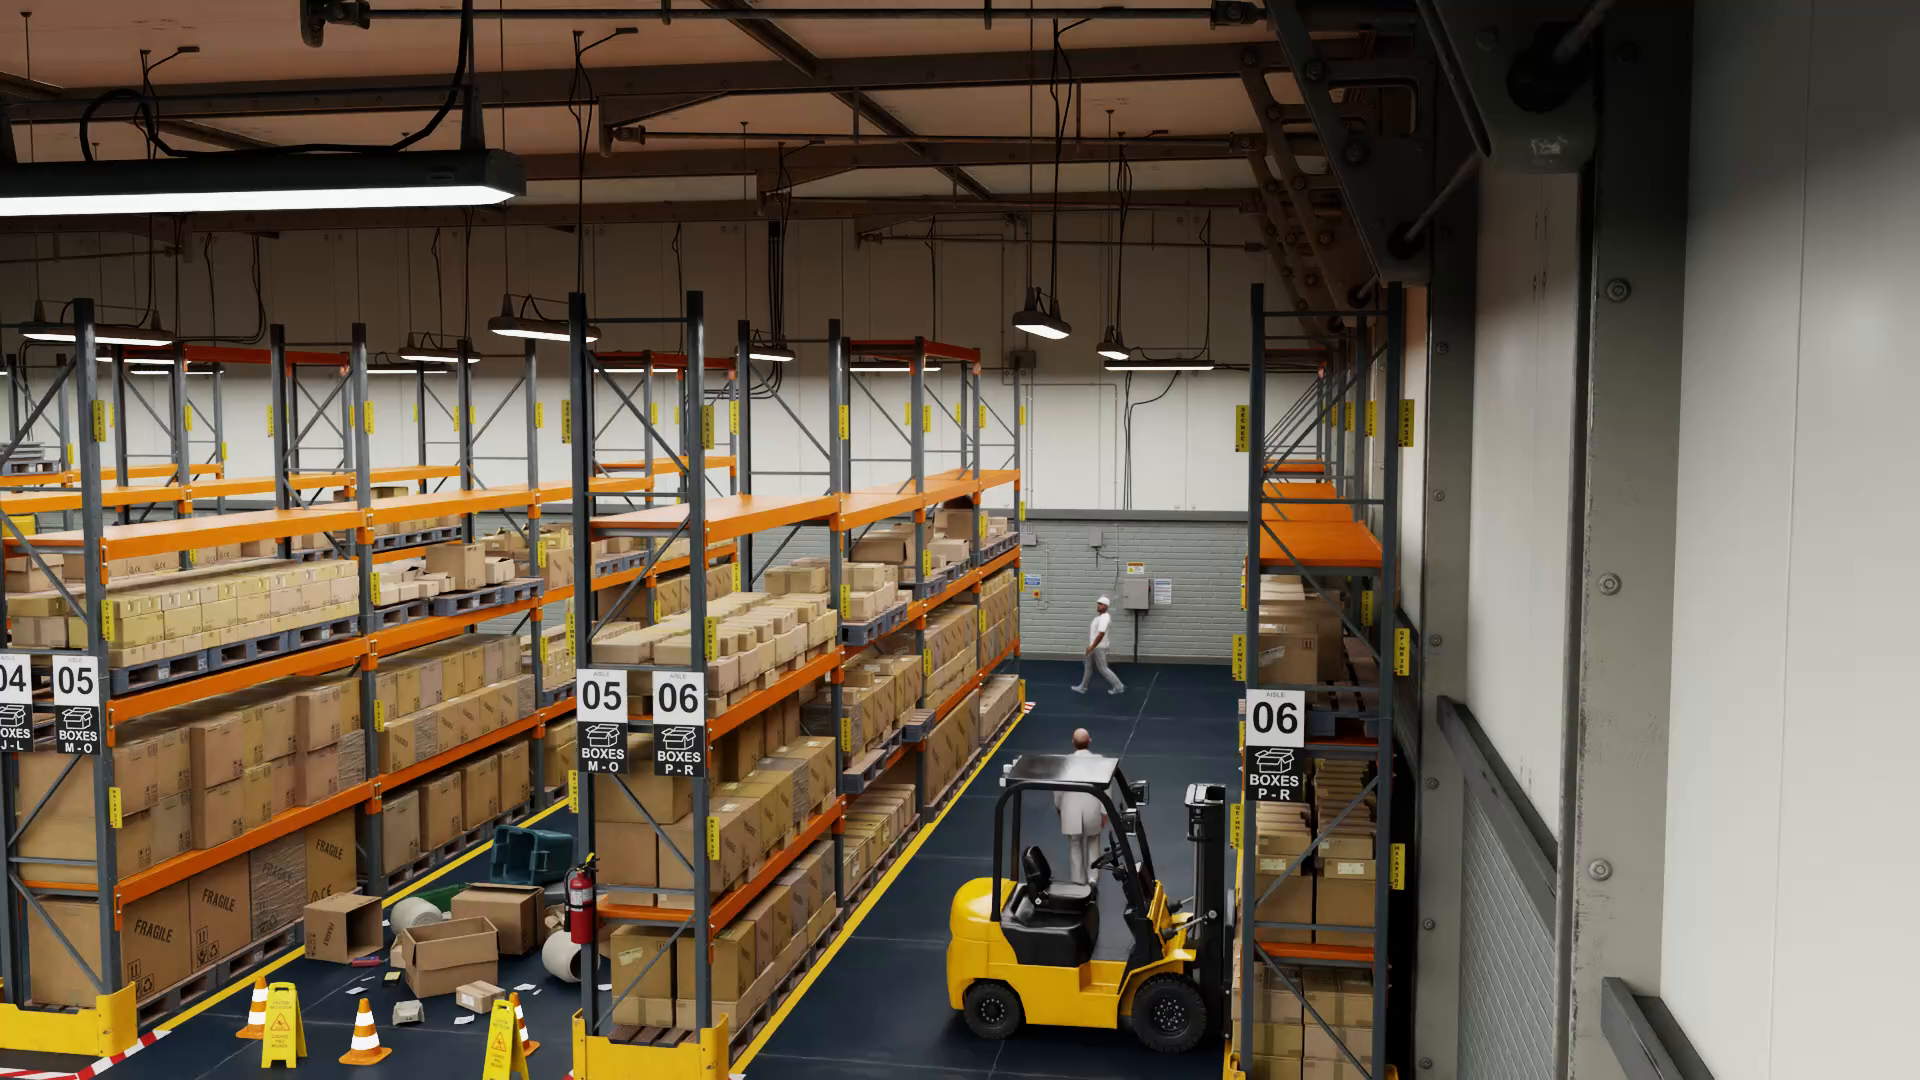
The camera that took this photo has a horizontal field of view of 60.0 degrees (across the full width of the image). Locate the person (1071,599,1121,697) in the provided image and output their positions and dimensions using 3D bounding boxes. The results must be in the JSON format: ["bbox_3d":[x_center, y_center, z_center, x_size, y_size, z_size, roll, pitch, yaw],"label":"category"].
[{"bbox_3d":[2.373,1.889,28.892,0.980,1.741,0.711,2,5,22],"label":"person"}]

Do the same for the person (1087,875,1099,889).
[{"bbox_3d":[1.320,3.648,17.560,0.319,0.242,0.651,0,5,1],"label":"person"}]
